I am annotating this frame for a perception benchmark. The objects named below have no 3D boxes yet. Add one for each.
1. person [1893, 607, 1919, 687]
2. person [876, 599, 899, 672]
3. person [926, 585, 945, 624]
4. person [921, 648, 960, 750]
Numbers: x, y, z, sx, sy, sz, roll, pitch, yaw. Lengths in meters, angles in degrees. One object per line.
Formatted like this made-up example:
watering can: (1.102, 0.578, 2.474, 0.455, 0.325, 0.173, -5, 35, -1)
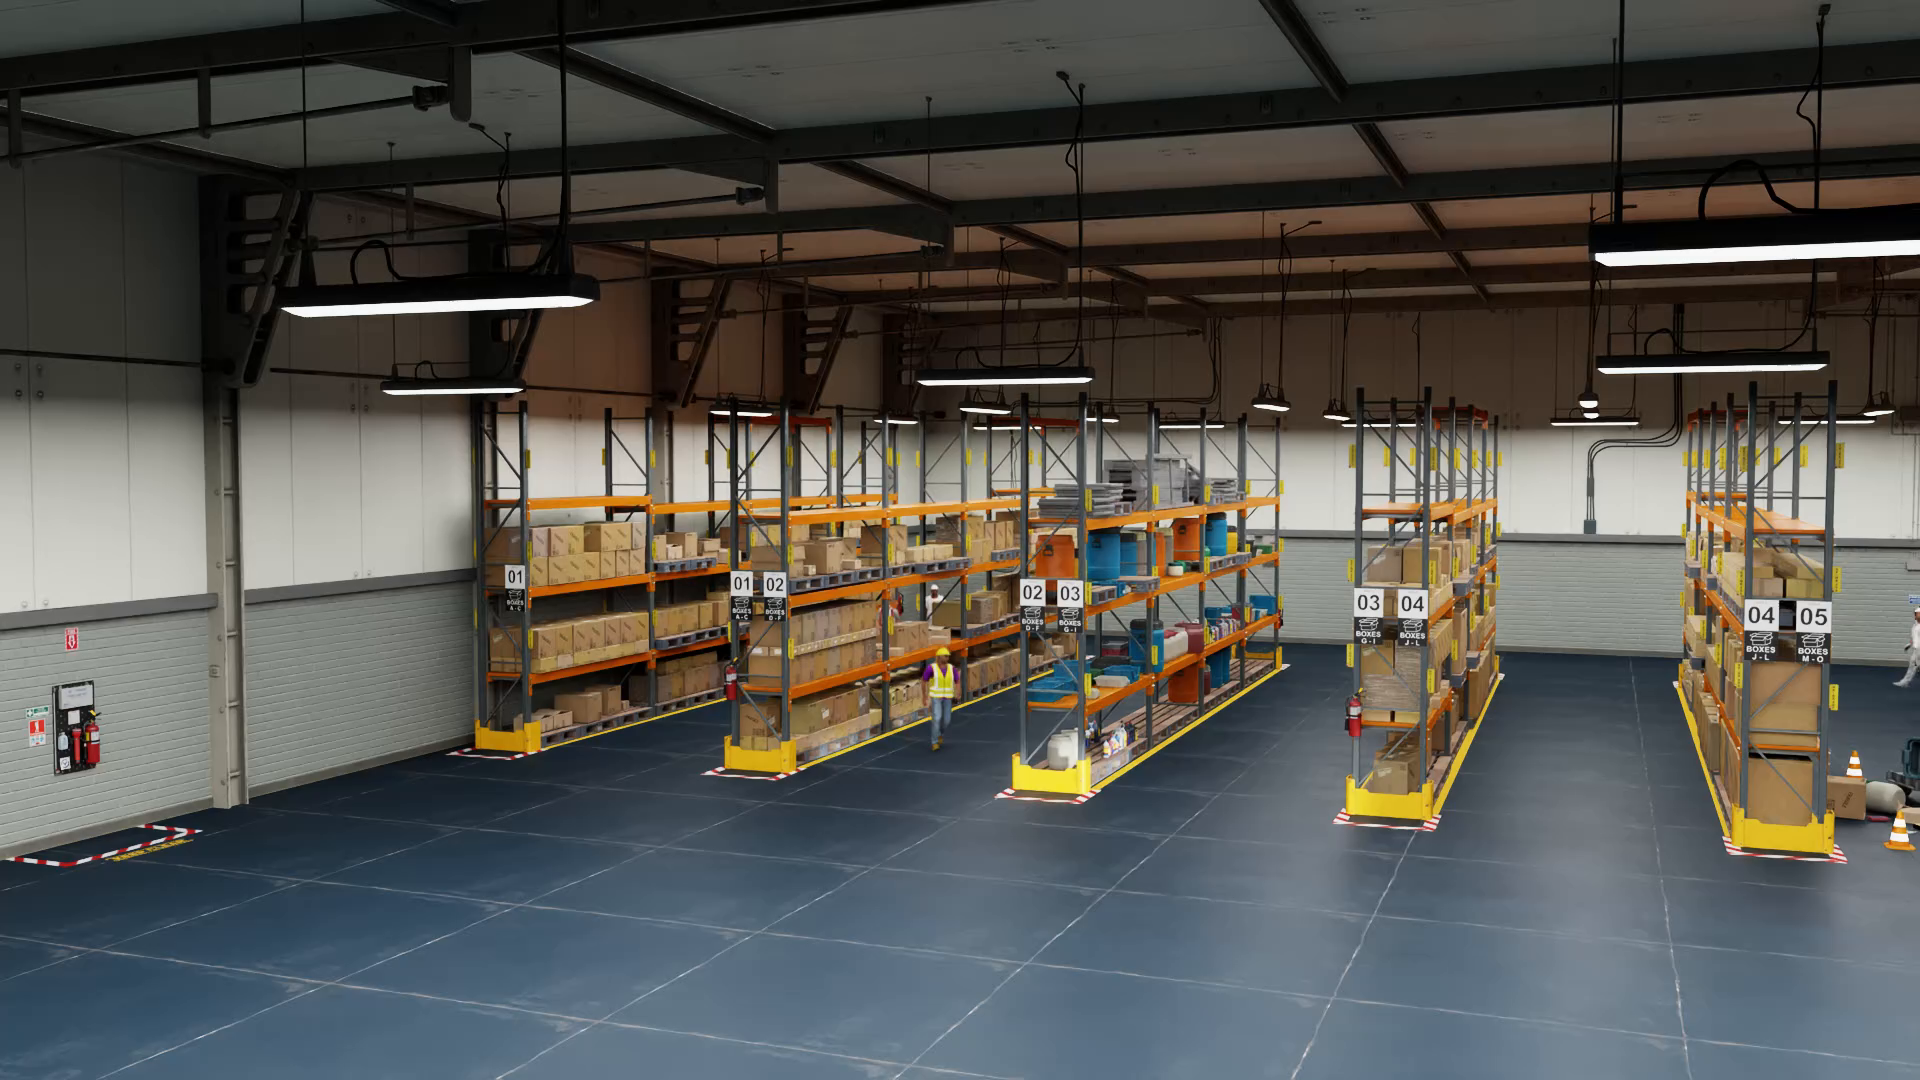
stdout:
person: (20.934, 2.337, 36.345, 0.999, 1.730, 0.545, 1, 3, 20)
person: (-1.738, 2.222, 39.187, 0.540, 1.822, 0.785, 1, 3, 15)
person: (-0.638, 2.026, 43.065, 0.614, 1.716, 0.999, 0, 3, -1)
person: (-0.321, 2.744, 28.841, 0.671, 1.736, 0.801, -1, 3, -21)
